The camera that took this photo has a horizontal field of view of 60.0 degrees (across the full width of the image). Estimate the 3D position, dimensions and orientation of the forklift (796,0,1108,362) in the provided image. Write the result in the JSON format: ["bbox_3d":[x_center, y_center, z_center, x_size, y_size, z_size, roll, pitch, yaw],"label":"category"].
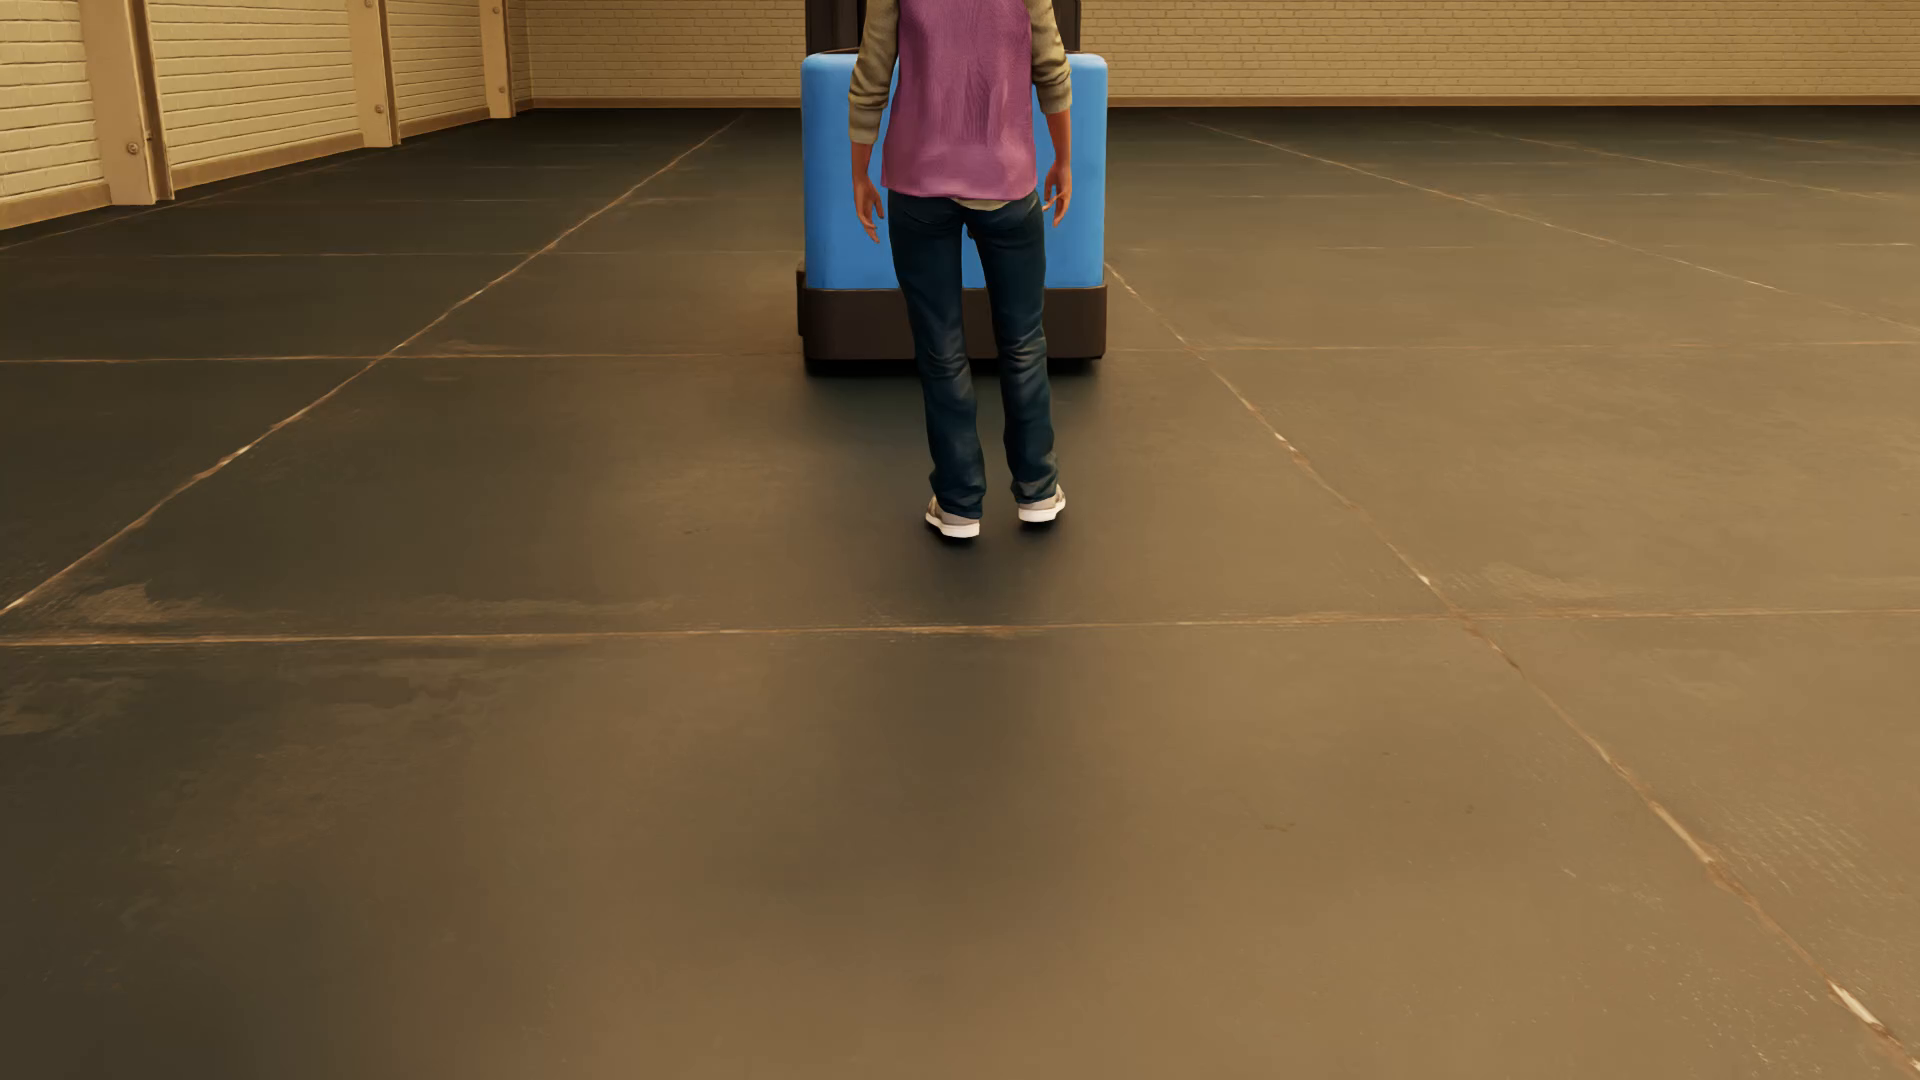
[{"bbox_3d":[-0.078,-2.394,6.733,1.130,2.935,3.031,-1,17,-2],"label":"forklift"}]

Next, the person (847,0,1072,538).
[{"bbox_3d":[0.010,-0.793,3.754,0.520,1.599,0.473,-1,17,-3],"label":"person"}]
